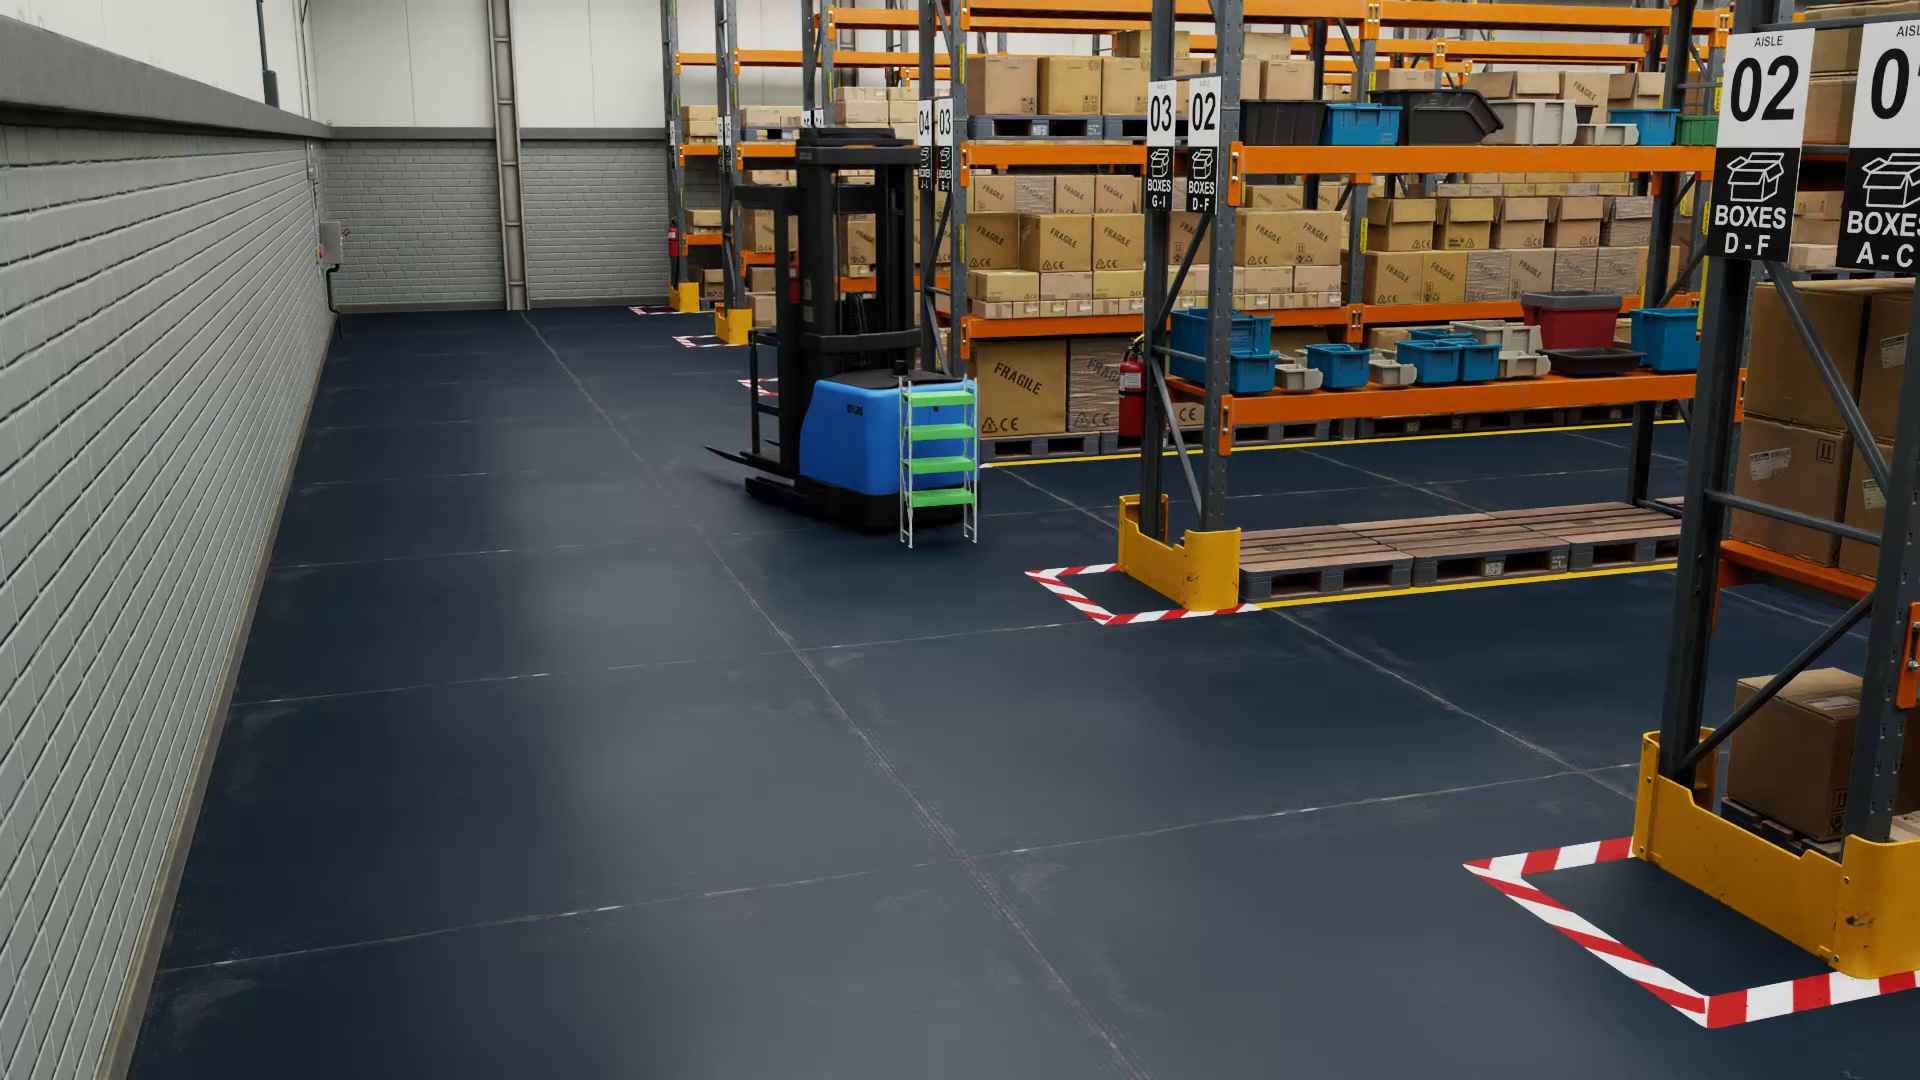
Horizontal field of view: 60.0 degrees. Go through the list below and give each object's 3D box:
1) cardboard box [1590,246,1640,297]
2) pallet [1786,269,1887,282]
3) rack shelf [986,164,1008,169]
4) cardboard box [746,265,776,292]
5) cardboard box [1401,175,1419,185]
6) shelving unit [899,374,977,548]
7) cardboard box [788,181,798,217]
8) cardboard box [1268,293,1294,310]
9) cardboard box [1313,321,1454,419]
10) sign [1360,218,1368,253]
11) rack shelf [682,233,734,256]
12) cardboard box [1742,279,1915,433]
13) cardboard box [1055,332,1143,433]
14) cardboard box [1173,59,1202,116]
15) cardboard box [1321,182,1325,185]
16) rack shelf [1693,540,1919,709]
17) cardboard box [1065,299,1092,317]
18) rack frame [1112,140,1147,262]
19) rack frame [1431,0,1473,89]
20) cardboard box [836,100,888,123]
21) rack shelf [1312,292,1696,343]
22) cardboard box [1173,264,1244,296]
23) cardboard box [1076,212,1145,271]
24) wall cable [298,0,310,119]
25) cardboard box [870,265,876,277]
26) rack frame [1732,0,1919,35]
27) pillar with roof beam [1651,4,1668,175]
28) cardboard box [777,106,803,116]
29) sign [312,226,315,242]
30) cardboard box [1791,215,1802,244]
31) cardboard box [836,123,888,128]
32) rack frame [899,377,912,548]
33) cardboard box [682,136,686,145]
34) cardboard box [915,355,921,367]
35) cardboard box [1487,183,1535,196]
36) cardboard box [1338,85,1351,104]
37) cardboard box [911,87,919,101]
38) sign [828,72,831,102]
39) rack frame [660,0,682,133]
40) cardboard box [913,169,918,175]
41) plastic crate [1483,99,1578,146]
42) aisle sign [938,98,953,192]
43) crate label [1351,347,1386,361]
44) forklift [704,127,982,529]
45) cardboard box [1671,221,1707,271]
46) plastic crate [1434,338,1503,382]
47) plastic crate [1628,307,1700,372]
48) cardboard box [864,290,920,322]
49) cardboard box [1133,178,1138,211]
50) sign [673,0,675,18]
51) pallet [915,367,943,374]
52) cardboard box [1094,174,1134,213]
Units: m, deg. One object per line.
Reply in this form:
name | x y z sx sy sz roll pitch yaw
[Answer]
cardboard box | 6.563 -2.756 17.029 0.500 0.500 0.500 -5 14 -19
pallet | 9.289 -2.895 18.246 1.213 0.211 1.003 -4 14 -18
rack shelf | 2.370 -5.968 25.825 4.000 0.370 1.077 -4 14 -18
cardboard box | -3.471 -4.572 29.375 0.500 0.500 0.700 -4 14 -16
cardboard box | 7.498 -6.058 27.961 0.250 0.149 0.380 -5 14 -18
shelving unit | -0.157 -0.572 11.953 0.503 1.200 0.258 -4 14 -18
cardboard box | -2.284 -4.964 24.153 0.500 0.500 0.500 -5 14 -20
cardboard box | 2.963 -2.283 15.804 0.250 0.149 0.380 -5 14 -19
cardboard box | 4.235 -1.760 16.745 0.875 0.875 1.225 -4 14 -18
sign | 3.813 -2.876 15.710 0.005 0.325 0.100 -4 14 -18
rack shelf | -3.008 -5.302 29.507 4.000 0.370 1.077 -4 14 -18
cardboard box | 3.334 -0.698 6.219 0.500 0.500 0.500 -5 14 -19
cardboard box | 1.287 -1.545 15.842 0.875 0.875 0.875 -4 14 -18
cardboard box | 1.861 -4.182 15.420 0.500 0.500 0.700 -4 14 -16
cardboard box | 6.867 -6.858 32.230 0.250 0.149 0.380 -4 14 -17
rack shelf | 4.895 0.133 6.658 4.000 0.370 1.077 -4 14 -18
cardboard box | 1.018 -2.132 15.167 0.250 0.149 0.380 -5 14 -19
rack frame | 2.149 -3.633 20.935 0.127 3.000 1.000 -4 14 -18
rack frame | 8.057 -8.221 27.256 0.127 3.000 1.000 -4 14 -18
cardboard box | -1.134 -4.944 19.206 0.500 0.250 0.500 -4 14 -17
rack shelf | 5.531 -2.336 17.035 4.000 0.370 1.077 -4 14 -18
cardboard box | 2.327 -2.443 15.613 0.500 0.250 0.500 -4 14 -17
cardboard box | 1.348 -2.732 15.207 0.500 0.500 0.500 -5 14 -20
wall cable | -8.855 -7.018 22.203 0.029 3.000 2.355 -4 14 -18
cardboard box | -1.003 -3.196 19.639 0.250 0.149 0.380 -4 14 -16
rack frame | 3.000 -2.988 5.260 0.127 3.000 1.000 -4 14 -18
pillar with roof beam | 16.373 -9.249 31.580 0.400 9.000 9.100 -4 14 -18
cardboard box | -2.963 -7.370 28.763 0.500 0.250 0.500 -4 14 -17
sign | -8.696 -4.111 22.361 0.001 0.218 0.327 -4 14 -18
cardboard box | 11.611 -4.447 24.033 0.500 0.550 0.875 -4 14 -18
cardboard box | -1.135 -4.701 19.268 0.500 0.250 0.500 -4 14 -16
rack frame | -0.388 -0.553 11.877 0.015 1.200 0.240 -4 14 -18
cardboard box | -4.674 -6.916 28.797 0.250 0.149 0.380 -4 14 -17
cardboard box | -0.588 -2.181 20.083 0.250 0.149 0.380 -4 14 -17
cardboard box | 7.333 -4.571 22.499 0.500 0.500 0.700 -5 14 -19
cardboard box | 4.980 -5.801 21.698 0.258 0.266 0.396 -4 14 -18
cardboard box | -0.504 -5.172 19.305 0.250 0.149 0.380 -4 14 -17
sign | -1.469 -5.104 18.746 0.005 0.325 0.100 -4 14 -18
rack frame | -4.903 -8.423 28.109 0.127 3.000 1.000 -4 14 -18
cardboard box | -0.700 -5.409 24.621 0.250 0.149 0.380 -5 14 -18
plastic crate | 3.623 -2.654 10.592 0.530 0.282 0.437 -4 14 -18
aisle sign | -0.129 -3.436 14.490 0.004 0.787 0.394 -4 14 -18
crate label | 2.674 -1.201 11.152 0.243 0.136 0.396 -4 14 -18
forklift | -1.101 -1.795 13.355 1.130 2.935 3.031 -9 16 -35
cardboard box | 7.925 -3.135 17.716 0.500 0.500 0.500 -6 15 -25
plastic crate | 3.295 -1.170 10.810 0.300 0.233 0.416 -4 14 -18
plastic crate | 4.881 -1.364 11.299 0.575 0.384 0.392 -4 14 -18
cardboard box | -1.003 -3.580 25.342 0.875 0.438 0.875 -5 14 -20
cardboard box | 2.420 -5.336 25.715 0.500 0.500 0.500 -5 14 -19
sign | -4.730 -8.797 27.491 0.005 0.325 0.100 -4 14 -18
pallet | -0.789 -2.039 20.260 1.213 0.211 1.003 -4 14 -18
cardboard box | 1.790 -4.219 20.379 0.500 0.500 0.500 -5 14 -20
